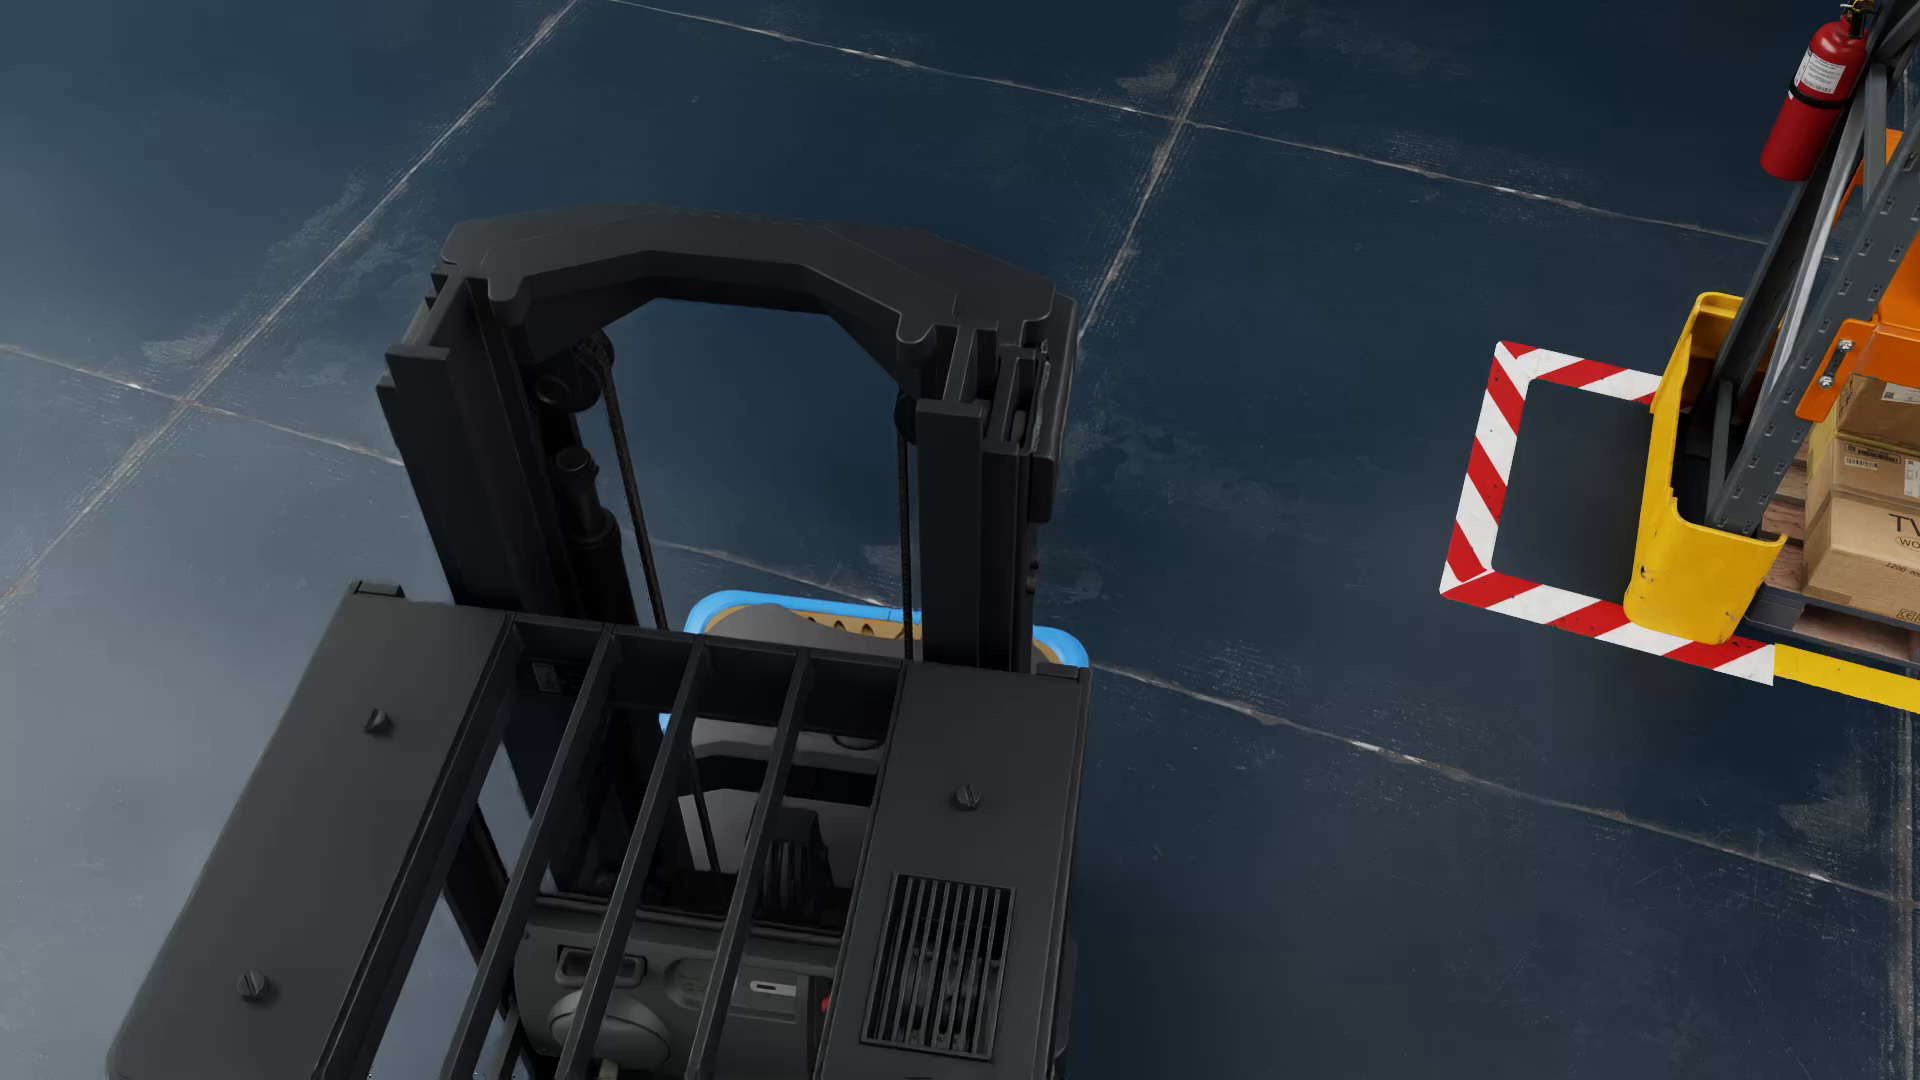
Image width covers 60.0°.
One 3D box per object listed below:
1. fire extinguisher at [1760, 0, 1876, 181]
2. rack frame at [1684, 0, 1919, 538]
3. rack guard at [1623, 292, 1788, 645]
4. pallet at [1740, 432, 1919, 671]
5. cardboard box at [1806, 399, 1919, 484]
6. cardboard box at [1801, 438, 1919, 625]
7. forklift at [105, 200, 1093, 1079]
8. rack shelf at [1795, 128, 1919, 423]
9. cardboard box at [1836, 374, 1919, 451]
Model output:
[{"bbox_3d":[2.631,-1.410,5.039,0.183,0.674,0.296,16,51,13],"label":"fire extinguisher"},{"bbox_3d":[2.581,-1.075,4.697,0.127,3.000,1.000,16,51,13],"label":"rack frame"},{"bbox_3d":[2.558,-0.263,5.647,0.348,0.500,1.175,16,51,13],"label":"rack guard"},{"bbox_3d":[3.313,0.008,5.603,1.213,0.211,1.003,16,51,13],"label":"pallet"},{"bbox_3d":[3.186,-0.381,5.637,0.500,0.250,0.500,16,51,13],"label":"cardboard box"},{"bbox_3d":[3.007,-0.014,5.319,0.500,0.250,0.500,16,51,13],"label":"cardboard box"},{"bbox_3d":[-0.396,1.018,2.928,1.130,2.935,3.031,7,49,6],"label":"forklift"},{"bbox_3d":[4.457,-0.316,4.515,4.000,0.370,1.077,16,51,13],"label":"rack shelf"},{"bbox_3d":[3.187,-0.629,5.355,0.500,0.500,0.500,16,51,13],"label":"cardboard box"}]
